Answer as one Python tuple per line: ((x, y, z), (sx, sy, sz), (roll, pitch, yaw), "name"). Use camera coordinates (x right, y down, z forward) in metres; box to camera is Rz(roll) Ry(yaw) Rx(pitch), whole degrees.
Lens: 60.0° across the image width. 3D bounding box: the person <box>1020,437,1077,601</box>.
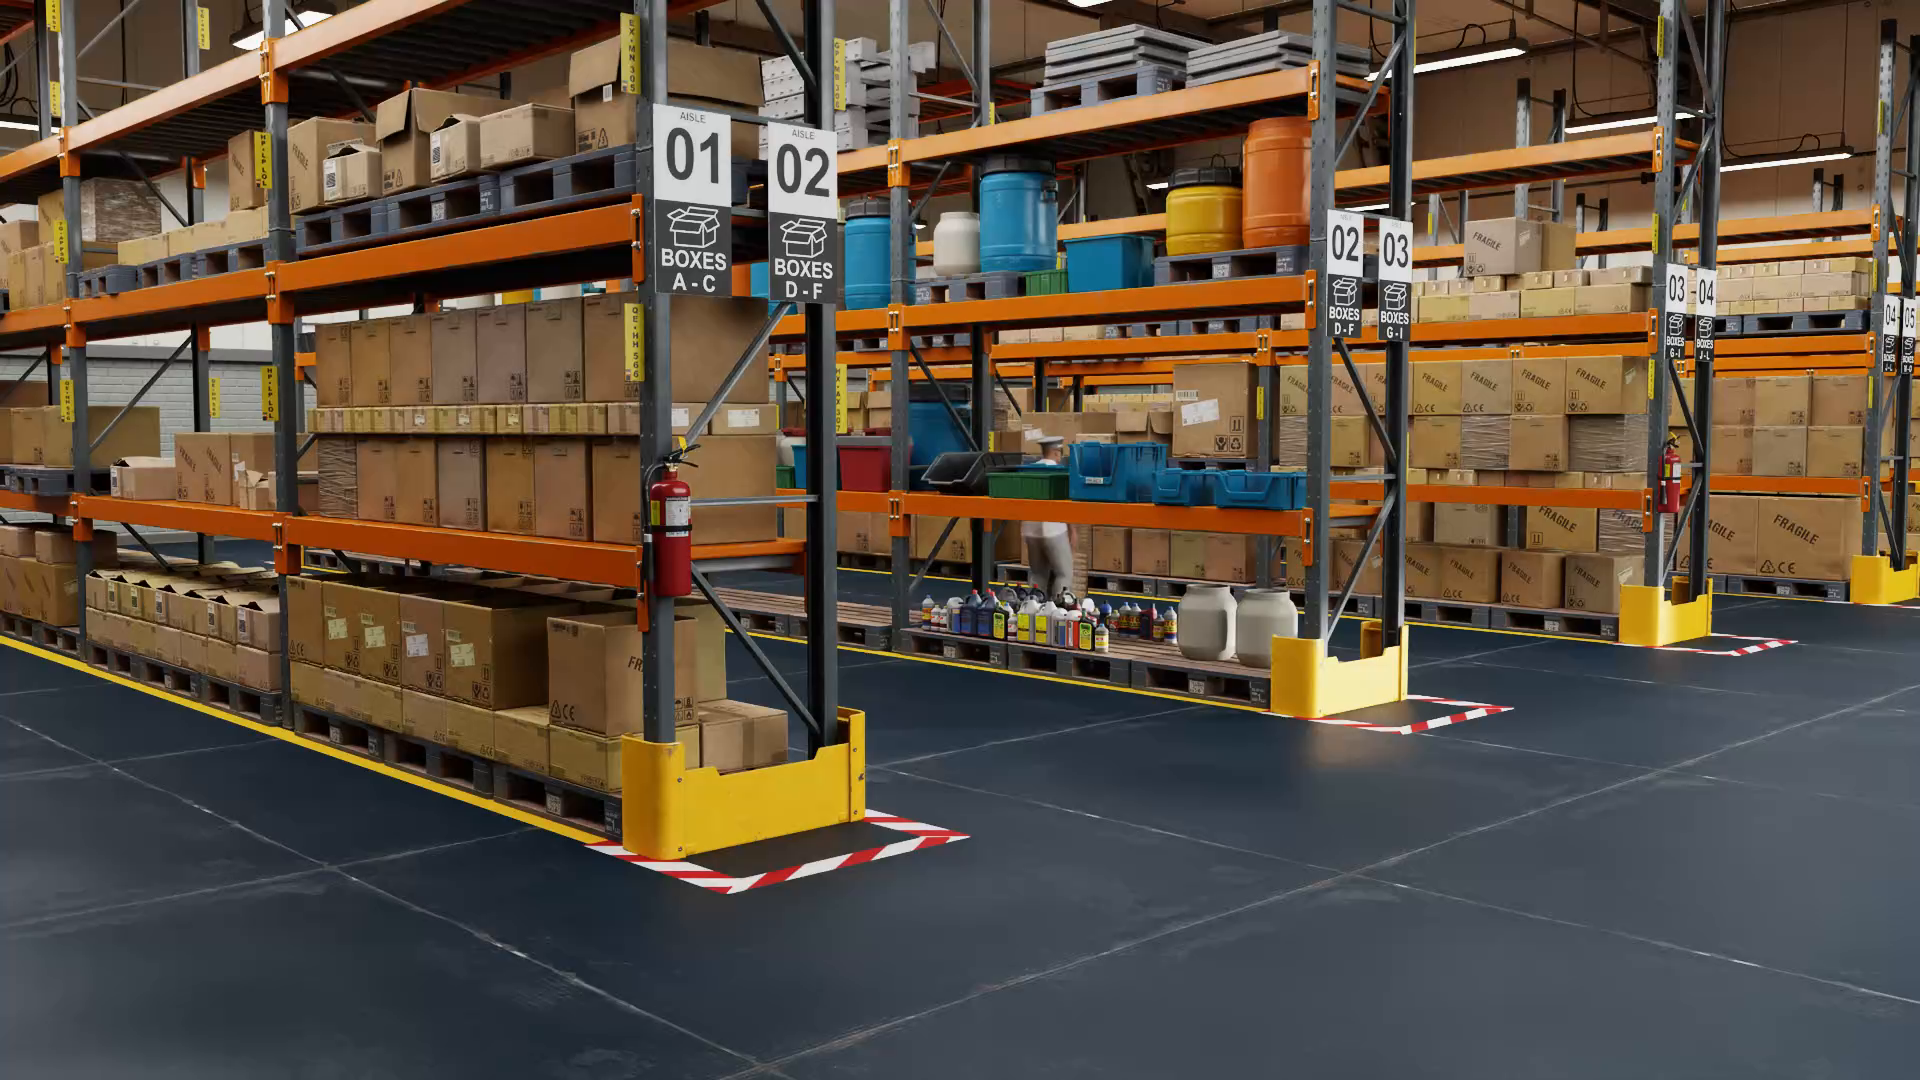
((0.790, -0.058, 15.056), (0.606, 1.749, 0.441), (4, 5, 43), "person")
